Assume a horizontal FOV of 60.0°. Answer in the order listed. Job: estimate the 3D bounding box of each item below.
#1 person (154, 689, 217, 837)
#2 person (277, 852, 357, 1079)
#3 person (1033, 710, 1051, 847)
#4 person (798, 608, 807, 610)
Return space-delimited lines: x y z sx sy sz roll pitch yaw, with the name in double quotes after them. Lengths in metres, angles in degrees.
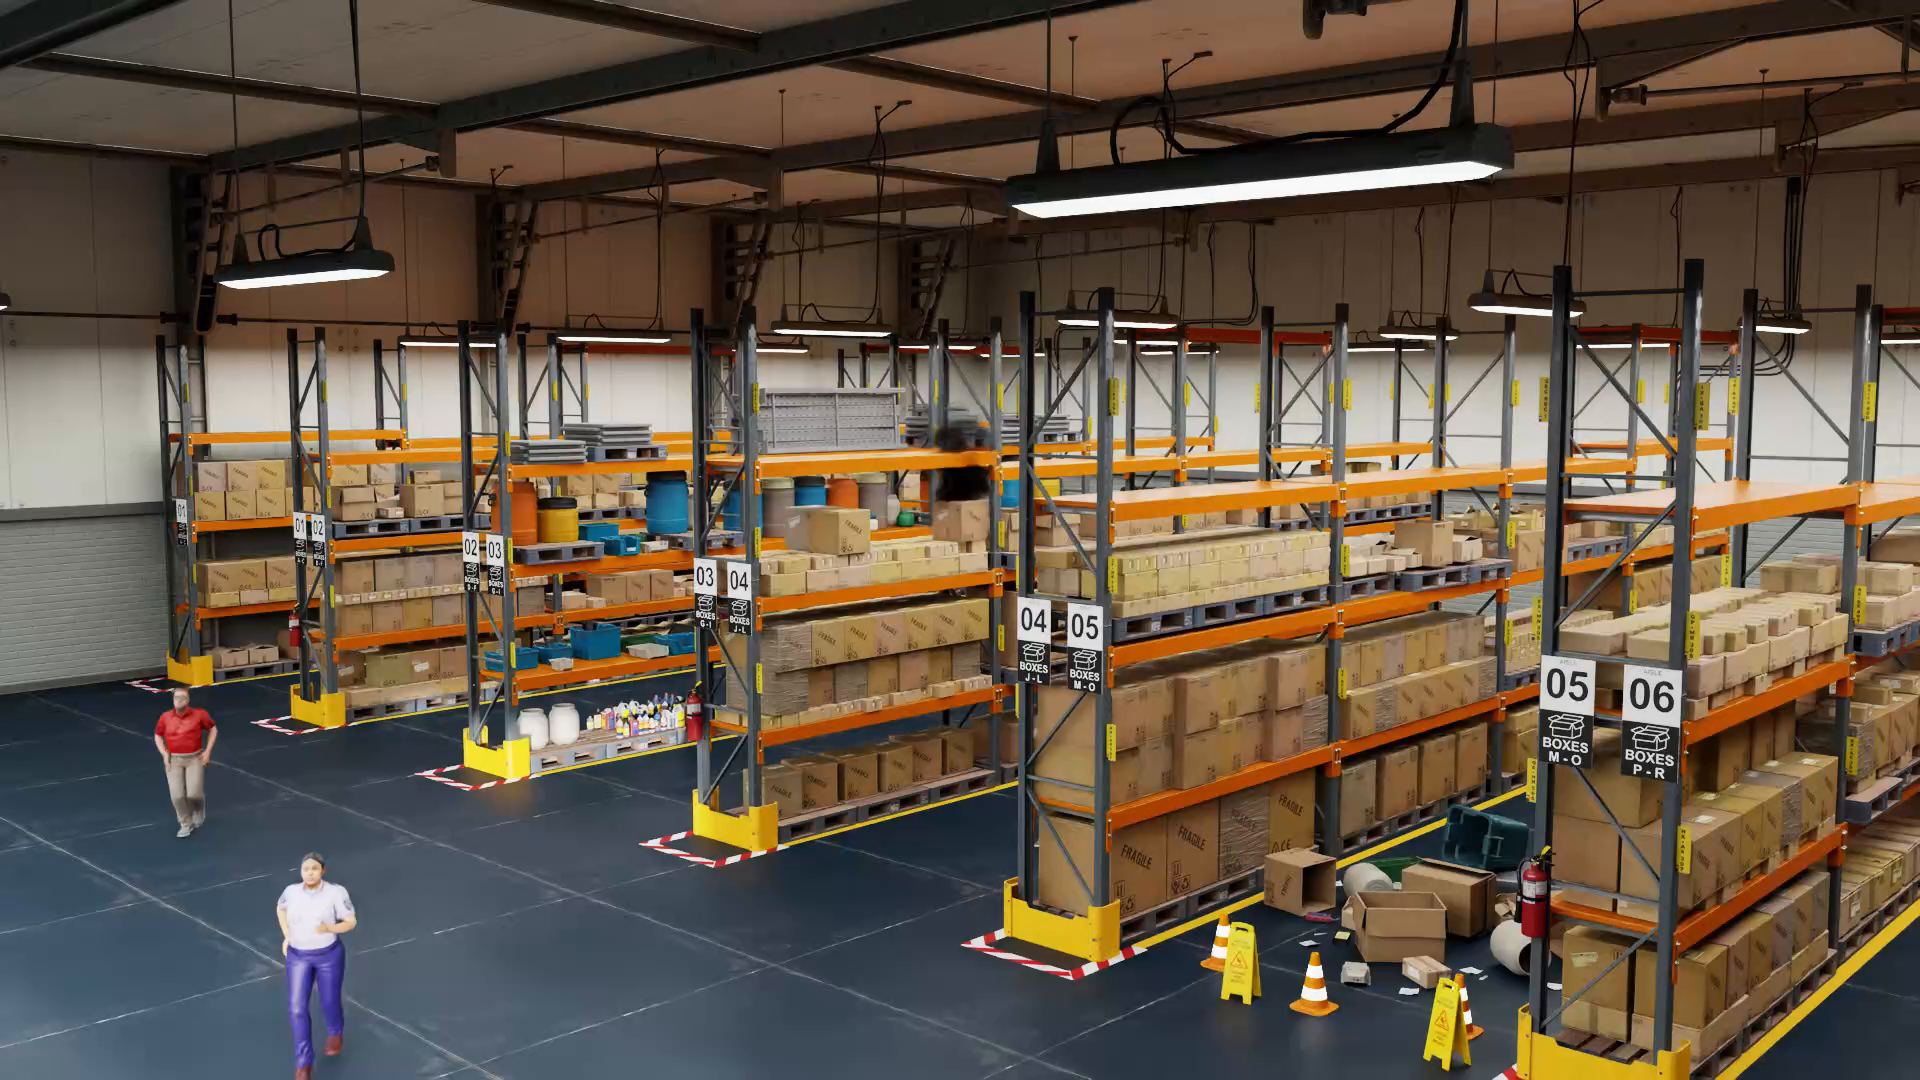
-8.872 2.538 19.063 0.657 1.690 0.524 -2 6 -18 "person"
-4.814 3.166 12.434 0.599 1.679 0.809 -1 6 -13 "person"
0.954 2.658 18.614 0.531 1.547 0.495 4 7 35 "person"
-2.943 1.562 29.116 0.638 1.742 0.586 5 7 42 "person"
